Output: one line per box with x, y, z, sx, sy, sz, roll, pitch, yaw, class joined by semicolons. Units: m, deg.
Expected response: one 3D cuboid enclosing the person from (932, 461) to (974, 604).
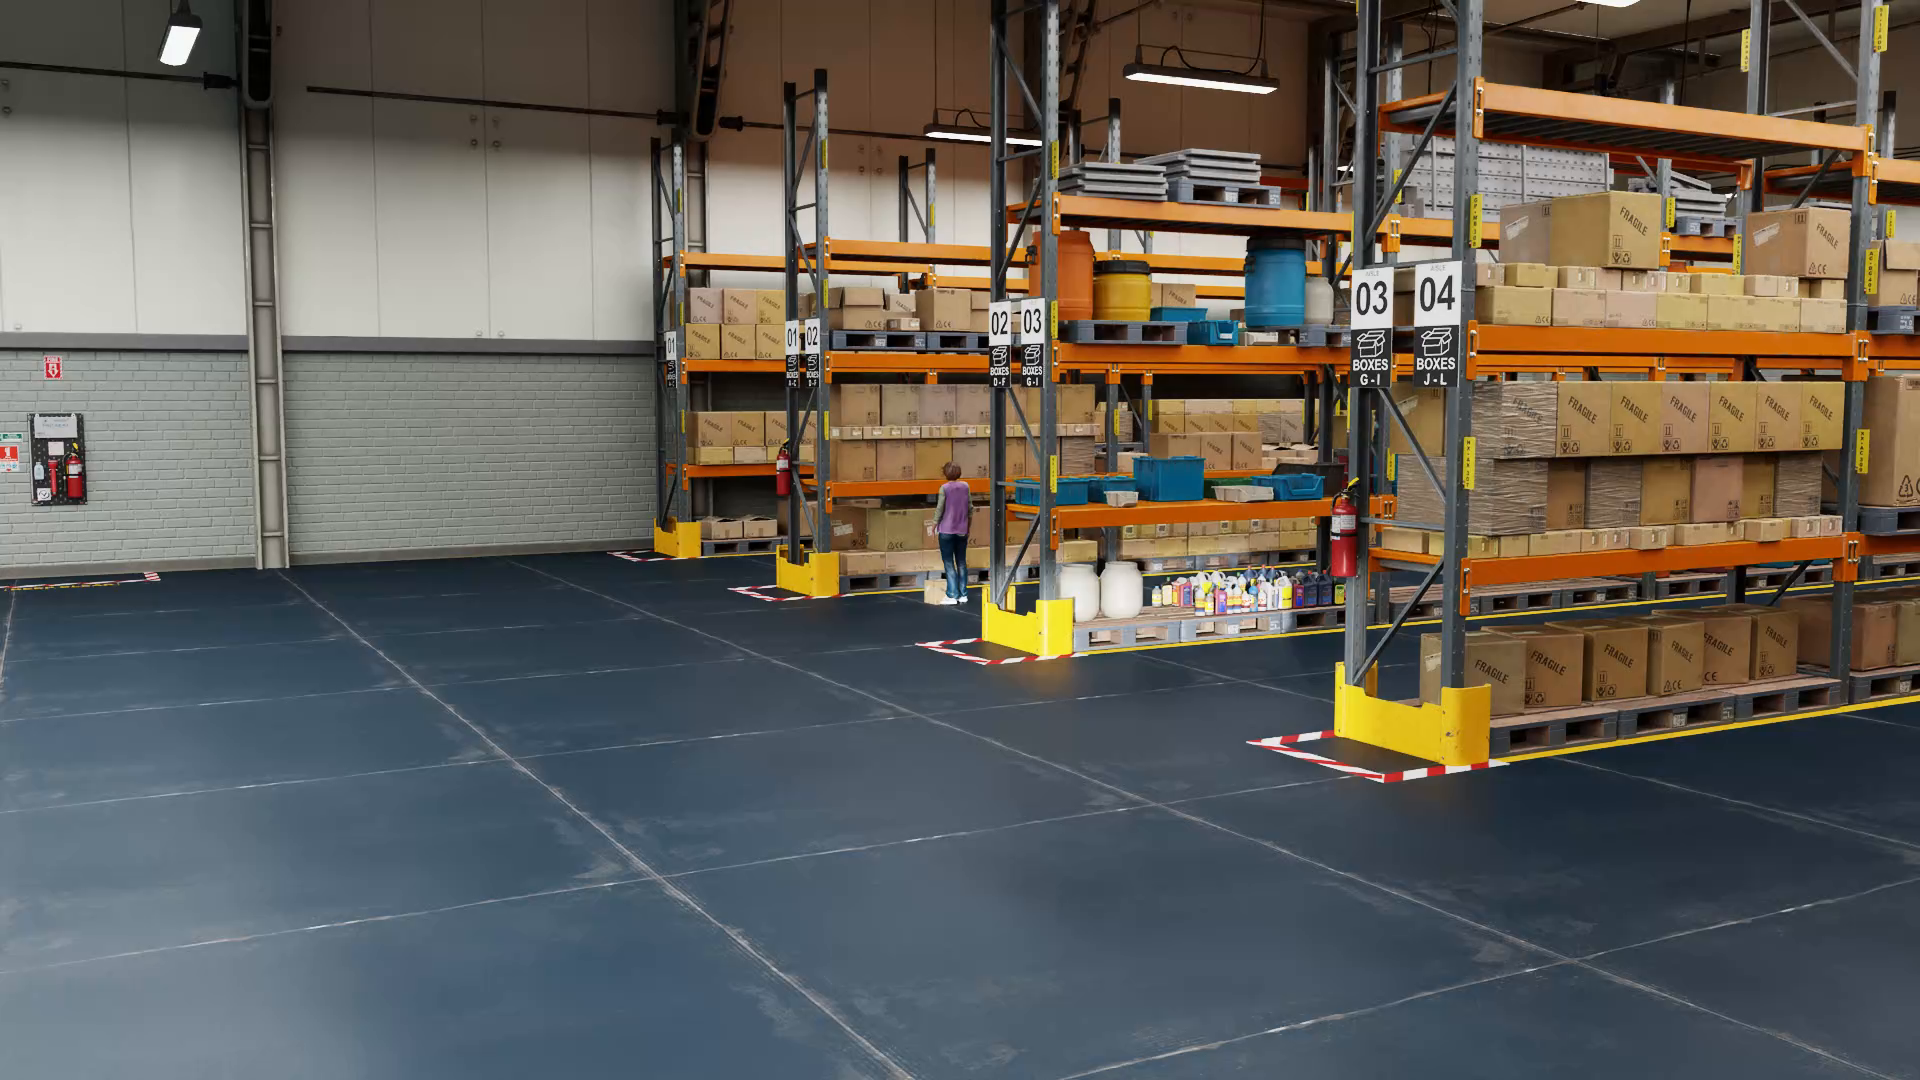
-0.109;-0.085;18.463;0.520;1.600;0.472;-3;6;-29;person
